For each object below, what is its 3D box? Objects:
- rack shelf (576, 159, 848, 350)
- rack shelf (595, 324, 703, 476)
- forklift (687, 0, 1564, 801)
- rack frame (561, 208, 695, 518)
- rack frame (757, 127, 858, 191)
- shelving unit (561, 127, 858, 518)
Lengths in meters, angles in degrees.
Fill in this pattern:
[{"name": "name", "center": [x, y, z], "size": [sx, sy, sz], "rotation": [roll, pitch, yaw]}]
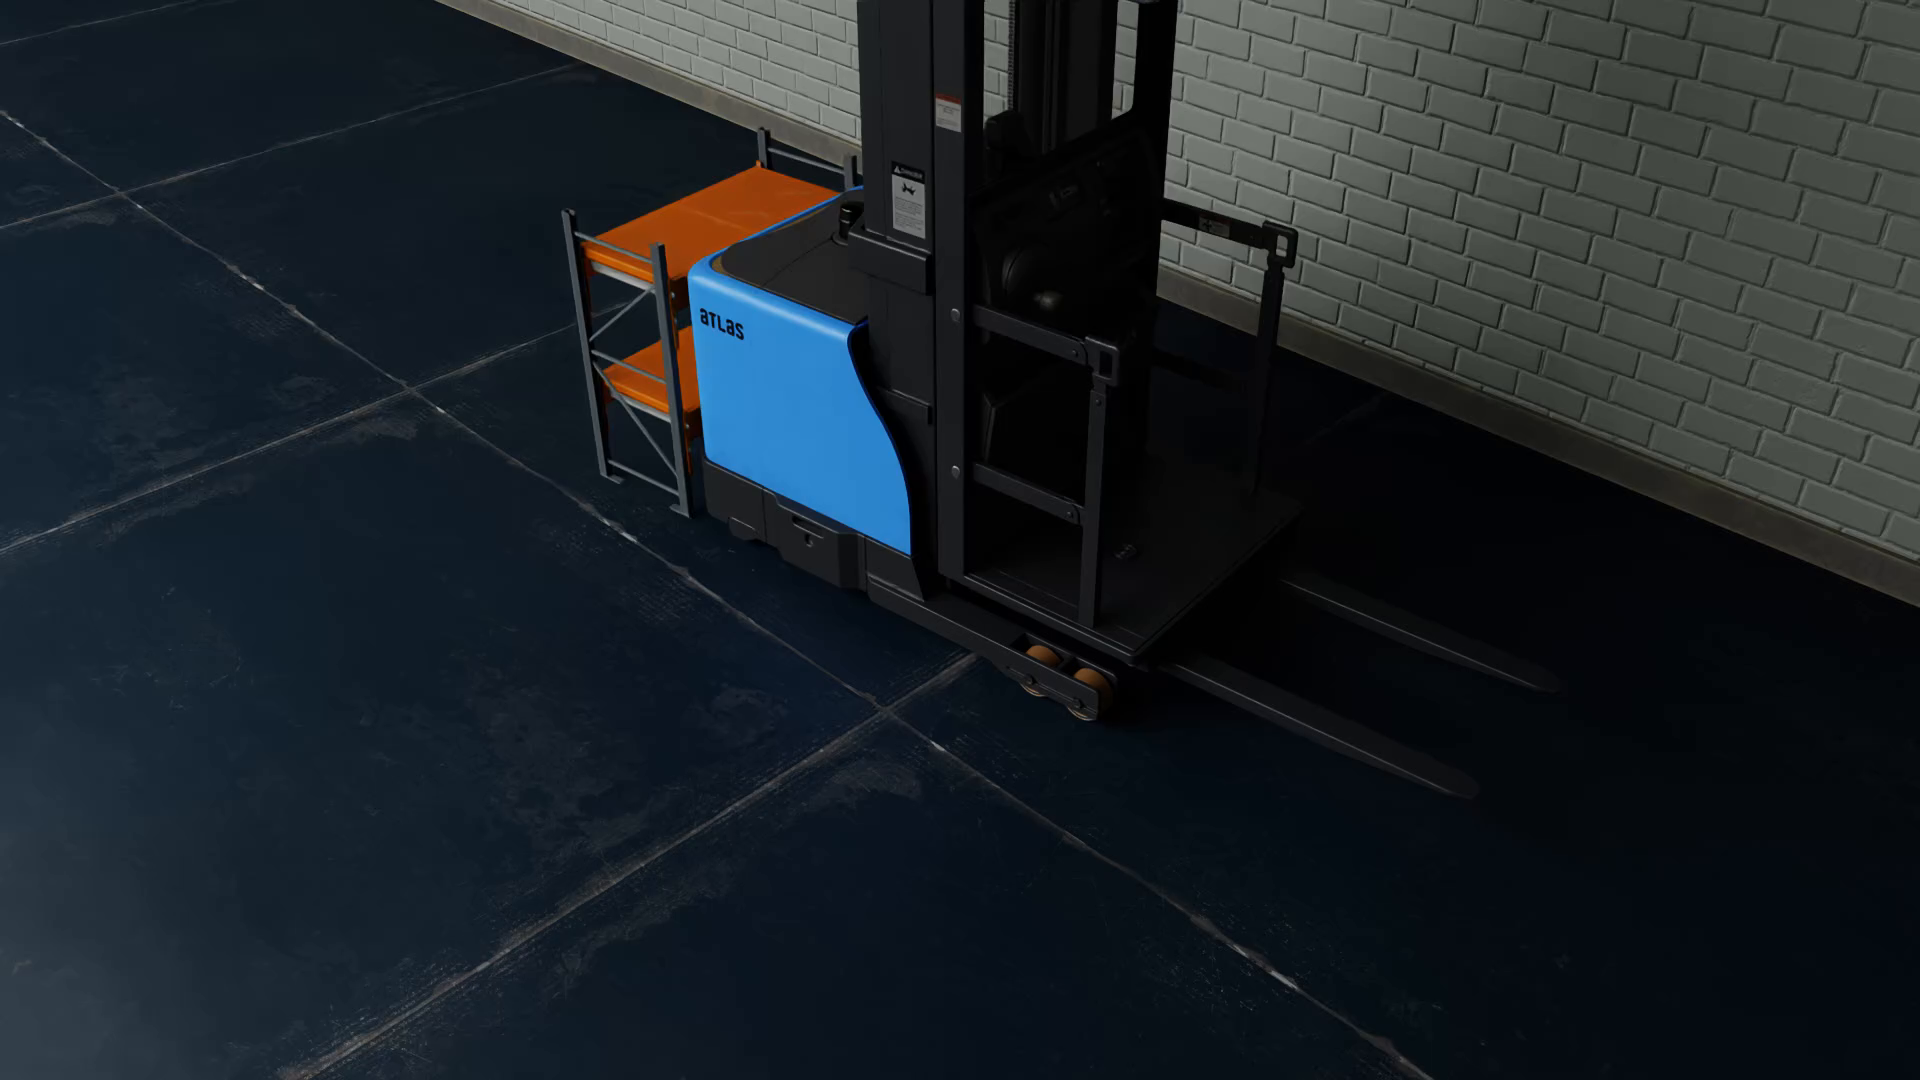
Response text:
[{"name": "rack shelf", "center": [-0.916, -1.111, 6.346], "size": [0.538, 0.278, 1.000], "rotation": [24, 41, 30]}, {"name": "rack shelf", "center": [-0.914, -0.670, 6.653], "size": [0.538, 0.278, 1.000], "rotation": [24, 41, 30]}, {"name": "forklift", "center": [0.506, -0.960, 5.064], "size": [3.031, 2.935, 1.130], "rotation": [25, 42, 31]}, {"name": "rack frame", "center": [-1.226, -0.641, 6.184], "size": [0.500, 1.125, 0.032], "rotation": [24, 41, 30]}, {"name": "rack frame", "center": [-0.603, -1.100, 6.843], "size": [0.500, 1.125, 0.032], "rotation": [24, 41, 30]}, {"name": "shelving unit", "center": [-0.915, -0.871, 6.514], "size": [0.538, 1.125, 1.048], "rotation": [24, 41, 30]}]
